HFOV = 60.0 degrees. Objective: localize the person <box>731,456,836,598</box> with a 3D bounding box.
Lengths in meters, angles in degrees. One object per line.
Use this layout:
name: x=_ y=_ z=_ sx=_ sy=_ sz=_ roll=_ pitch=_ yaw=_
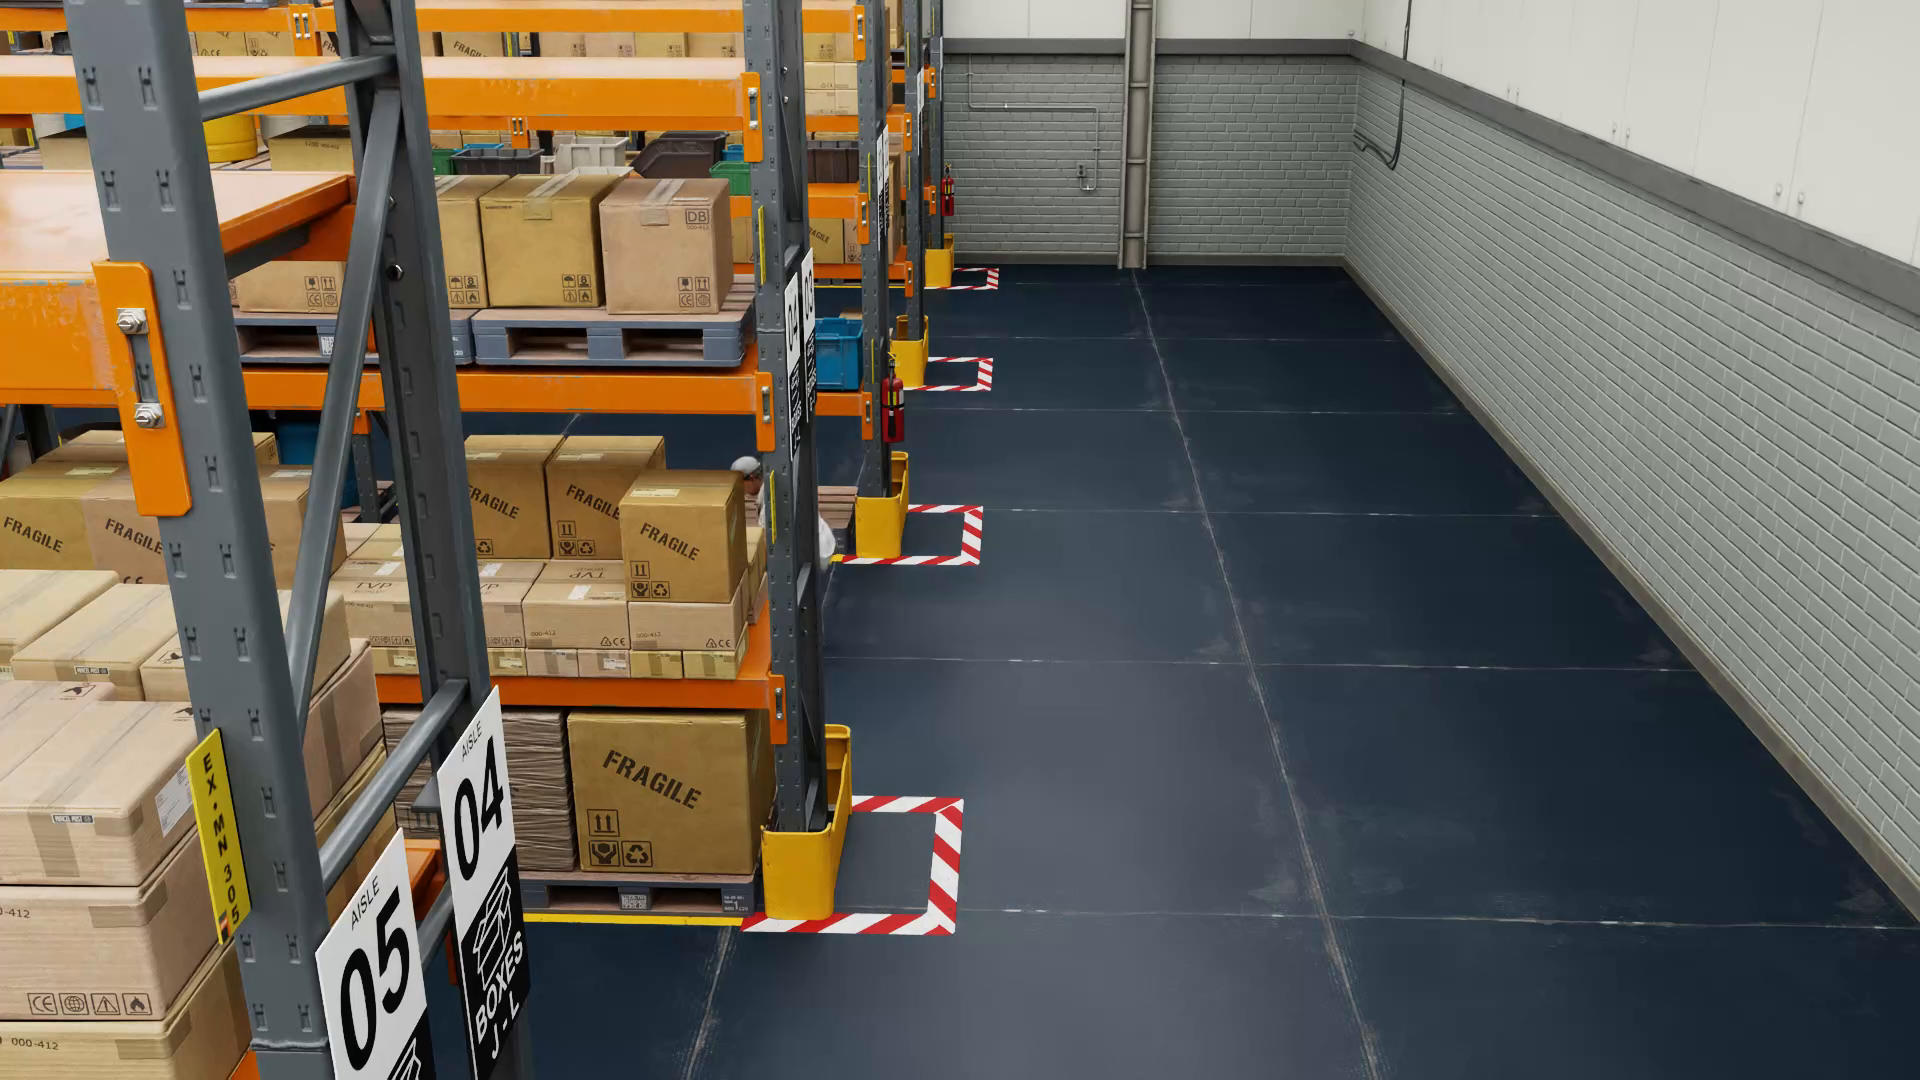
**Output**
person: x=-1.181 y=0.127 z=11.089 sx=0.691 sy=1.432 sz=0.532 roll=1 pitch=21 yaw=2
